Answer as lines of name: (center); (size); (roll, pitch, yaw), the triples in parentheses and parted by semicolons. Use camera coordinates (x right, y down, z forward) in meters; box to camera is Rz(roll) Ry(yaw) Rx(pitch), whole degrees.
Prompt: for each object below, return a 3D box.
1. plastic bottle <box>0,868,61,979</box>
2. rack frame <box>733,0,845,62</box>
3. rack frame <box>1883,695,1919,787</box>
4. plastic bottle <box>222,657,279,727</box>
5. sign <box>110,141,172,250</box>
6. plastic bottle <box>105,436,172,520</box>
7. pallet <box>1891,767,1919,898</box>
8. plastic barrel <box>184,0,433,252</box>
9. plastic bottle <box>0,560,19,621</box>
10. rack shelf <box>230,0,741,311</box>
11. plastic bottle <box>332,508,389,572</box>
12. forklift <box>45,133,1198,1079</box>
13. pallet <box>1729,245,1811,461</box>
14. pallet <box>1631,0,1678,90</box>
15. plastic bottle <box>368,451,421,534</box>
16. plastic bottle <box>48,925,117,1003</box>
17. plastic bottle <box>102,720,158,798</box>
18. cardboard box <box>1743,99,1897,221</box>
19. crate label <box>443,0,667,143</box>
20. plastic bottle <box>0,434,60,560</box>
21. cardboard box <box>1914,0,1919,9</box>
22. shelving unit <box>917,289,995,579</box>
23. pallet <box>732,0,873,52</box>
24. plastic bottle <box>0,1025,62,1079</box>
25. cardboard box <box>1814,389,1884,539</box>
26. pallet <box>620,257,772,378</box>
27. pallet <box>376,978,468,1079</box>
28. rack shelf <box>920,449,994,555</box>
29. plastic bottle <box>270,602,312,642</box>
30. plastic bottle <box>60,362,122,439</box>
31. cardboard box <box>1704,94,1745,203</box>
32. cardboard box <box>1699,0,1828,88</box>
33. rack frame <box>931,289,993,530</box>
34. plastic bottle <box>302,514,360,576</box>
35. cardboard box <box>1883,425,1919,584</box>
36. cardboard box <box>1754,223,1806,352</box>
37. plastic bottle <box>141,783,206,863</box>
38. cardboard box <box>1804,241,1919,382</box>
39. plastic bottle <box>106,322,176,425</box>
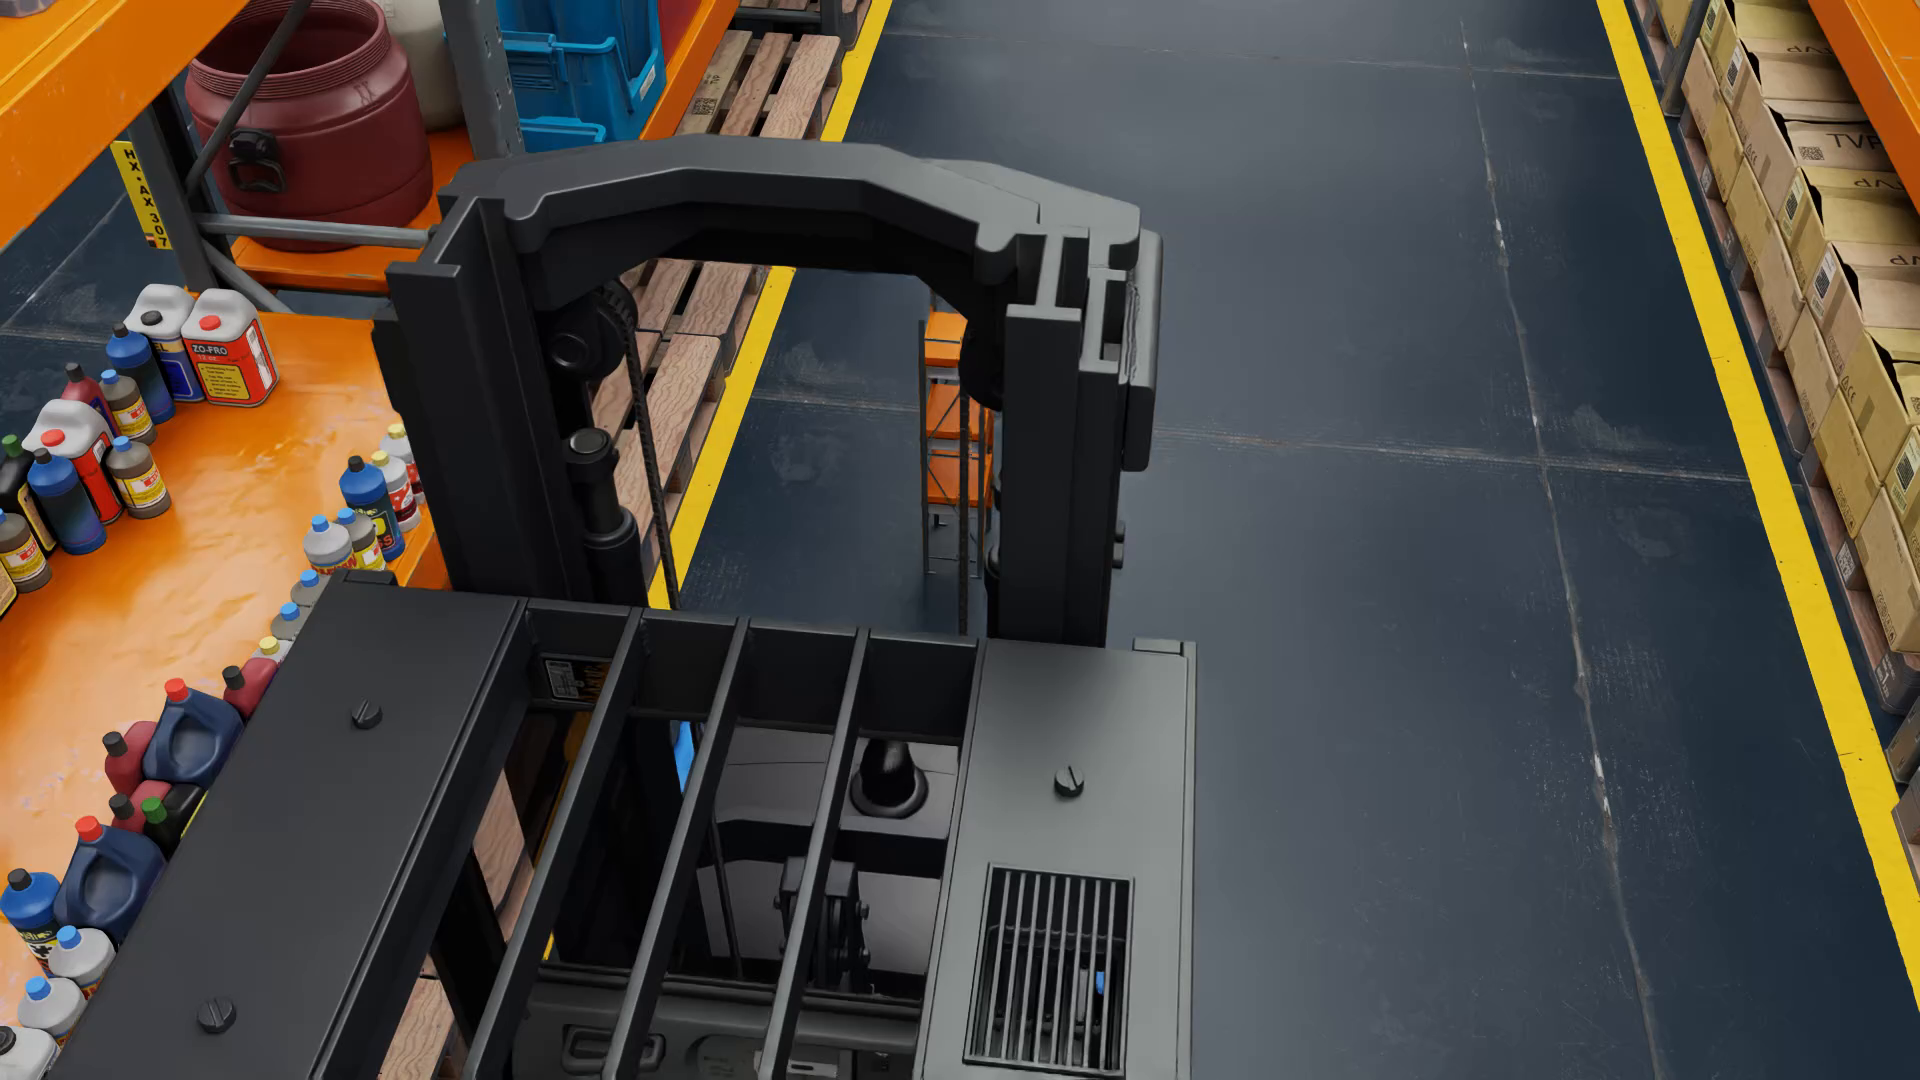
plastic bottle: (-1.620, 0.675, 2.950); (0.097, 0.271, 0.097); (0, 43, 0)
rack frame: (-1.080, -3.532, 7.299); (1.000, 3.000, 0.127); (5, 44, 6)
rack frame: (3.301, -0.353, 3.941); (1.000, 3.000, 0.127); (5, 44, 6)
plastic bottle: (-1.391, 0.330, 3.305); (0.061, 0.283, 0.133); (5, 44, 6)
sign: (-2.155, -0.910, 4.411); (0.100, 0.325, 0.005); (5, 44, 6)
plastic bottle: (-1.921, -0.154, 3.876); (0.097, 0.201, 0.097); (0, 43, 0)
pallet: (3.164, 1.165, 4.366); (1.003, 0.211, 1.213); (5, 44, 6)
plastic barrel: (-1.848, -1.199, 4.736); (0.600, 0.536, 0.708); (5, 44, 6)
plastic bottle: (-2.141, 0.062, 3.588); (0.061, 0.283, 0.133); (5, 44, 6)
rack shelf: (-1.344, -1.908, 6.106); (1.077, 0.370, 4.000); (5, 44, 6)
plastic bottle: (-1.342, 0.014, 3.698); (0.097, 0.201, 0.097); (0, 43, 0)
forklift: (-0.287, 1.033, 2.528); (1.130, 2.935, 3.031); (5, 44, 5)
pallet: (3.612, -0.727, 6.365); (1.003, 0.211, 1.213); (5, 44, 6)
pallet: (3.976, -2.605, 8.348); (1.003, 0.211, 1.213); (5, 44, 6)
plastic bottle: (-1.316, -0.119, 3.838); (0.097, 0.201, 0.097); (0, 43, 0)
plastic bottle: (-1.490, 0.754, 2.866); (0.097, 0.271, 0.097); (0, 43, 0)
plastic bottle: (-1.558, 0.443, 3.186); (0.061, 0.283, 0.133); (5, 44, 6)
cardboard box: (3.389, -1.484, 6.423); (0.500, 0.311, 0.500); (4, 44, 4)
crate label: (-1.209, -1.471, 5.097); (0.502, 0.435, 0.616); (5, 44, 6)
plastic bottle: (-2.111, -0.096, 3.754); (0.061, 0.283, 0.133); (5, 44, 6)
cardboard box: (3.576, -1.893, 5.495); (0.500, 0.500, 0.500); (5, 44, 6)
shelving unit: (-0.007, -0.345, 5.351); (0.215, 1.050, 0.252); (5, 44, 6)
pallet: (-0.950, -2.973, 8.737); (1.003, 0.211, 1.213); (5, 44, 6)
plastic bottle: (-1.546, 0.895, 2.713); (0.152, 0.276, 0.135); (5, 44, 6)
cardboard box: (3.193, -0.240, 5.516); (0.500, 0.250, 0.500); (5, 44, 5)
pallet: (-1.304, -1.147, 6.808); (1.003, 0.211, 1.213); (5, 44, 6)
pallet: (-1.835, 1.577, 3.931); (1.003, 0.211, 1.213); (5, 44, 6)
rack shelf: (-0.007, -0.135, 5.549); (0.215, 0.259, 0.240); (5, 44, 6)
plastic bottle: (-1.380, 0.213, 3.488); (0.097, 0.201, 0.097); (0, 43, 0)
plastic bottle: (-2.075, -0.278, 3.947); (0.061, 0.283, 0.133); (5, 44, 6)
cardboard box: (3.462, -1.633, 6.987); (0.500, 0.250, 0.500); (6, 44, 7)
cardboard box: (3.528, -2.178, 7.155); (0.500, 0.311, 0.500); (5, 44, 6)
rack frame: (0.009, -0.428, 5.438); (0.200, 1.050, 0.008); (5, 44, 6)
plastic bottle: (-1.355, 0.055, 3.604); (0.097, 0.271, 0.097); (0, 43, 0)
cardboard box: (3.126, -0.090, 4.950); (0.500, 0.311, 0.500); (6, 44, 7)
cardboard box: (3.328, -0.933, 6.248); (0.500, 0.250, 0.500); (6, 44, 6)
plastic bottle: (-1.433, 0.547, 3.076); (0.061, 0.283, 0.133); (5, 44, 6)
cardboard box: (3.257, -0.789, 5.688); (0.500, 0.311, 0.500); (5, 44, 5)
plastic bottle: (-2.029, -0.417, 4.103); (0.097, 0.271, 0.097); (0, 43, 0)
